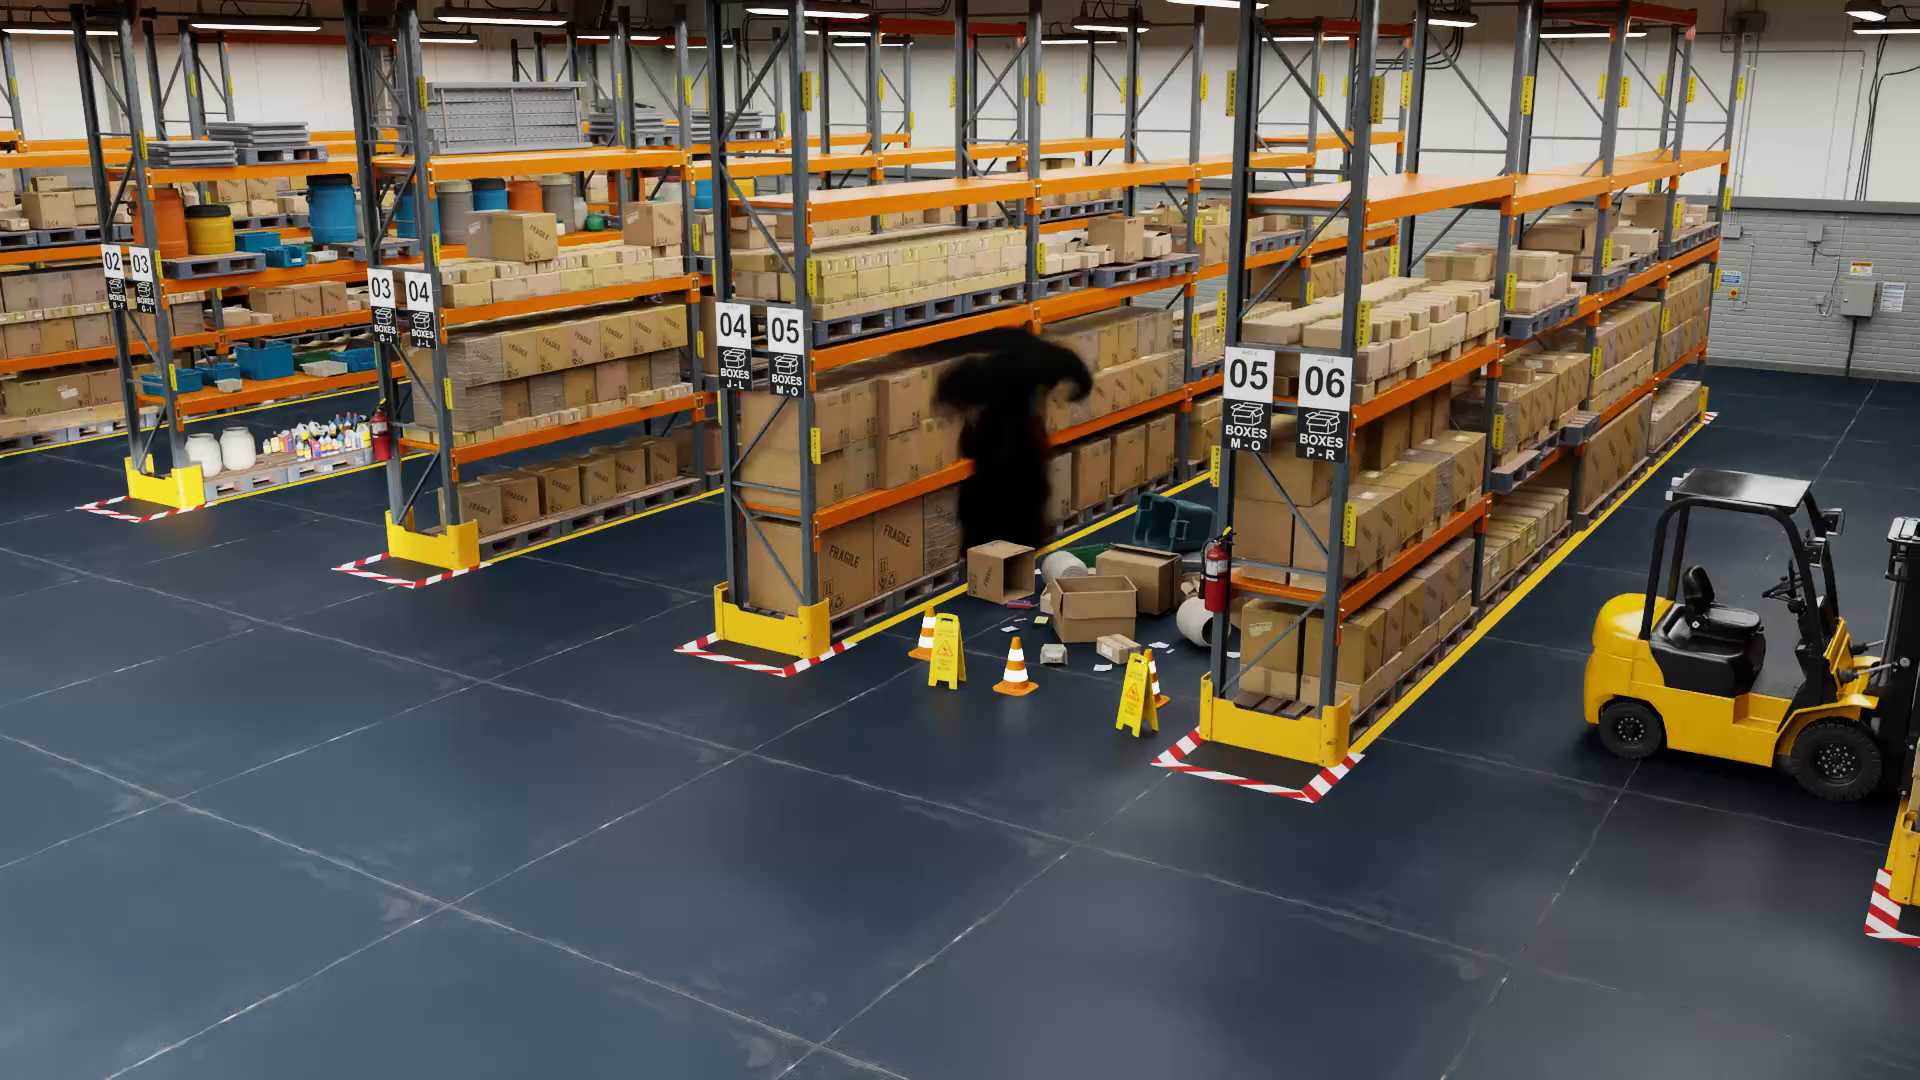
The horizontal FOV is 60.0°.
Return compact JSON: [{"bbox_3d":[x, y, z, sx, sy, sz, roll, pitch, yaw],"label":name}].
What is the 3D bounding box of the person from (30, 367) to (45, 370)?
[{"bbox_3d":[-14.938,-3.075,26.972,0.598,1.833,0.852,6,17,20],"label":"person"}]
